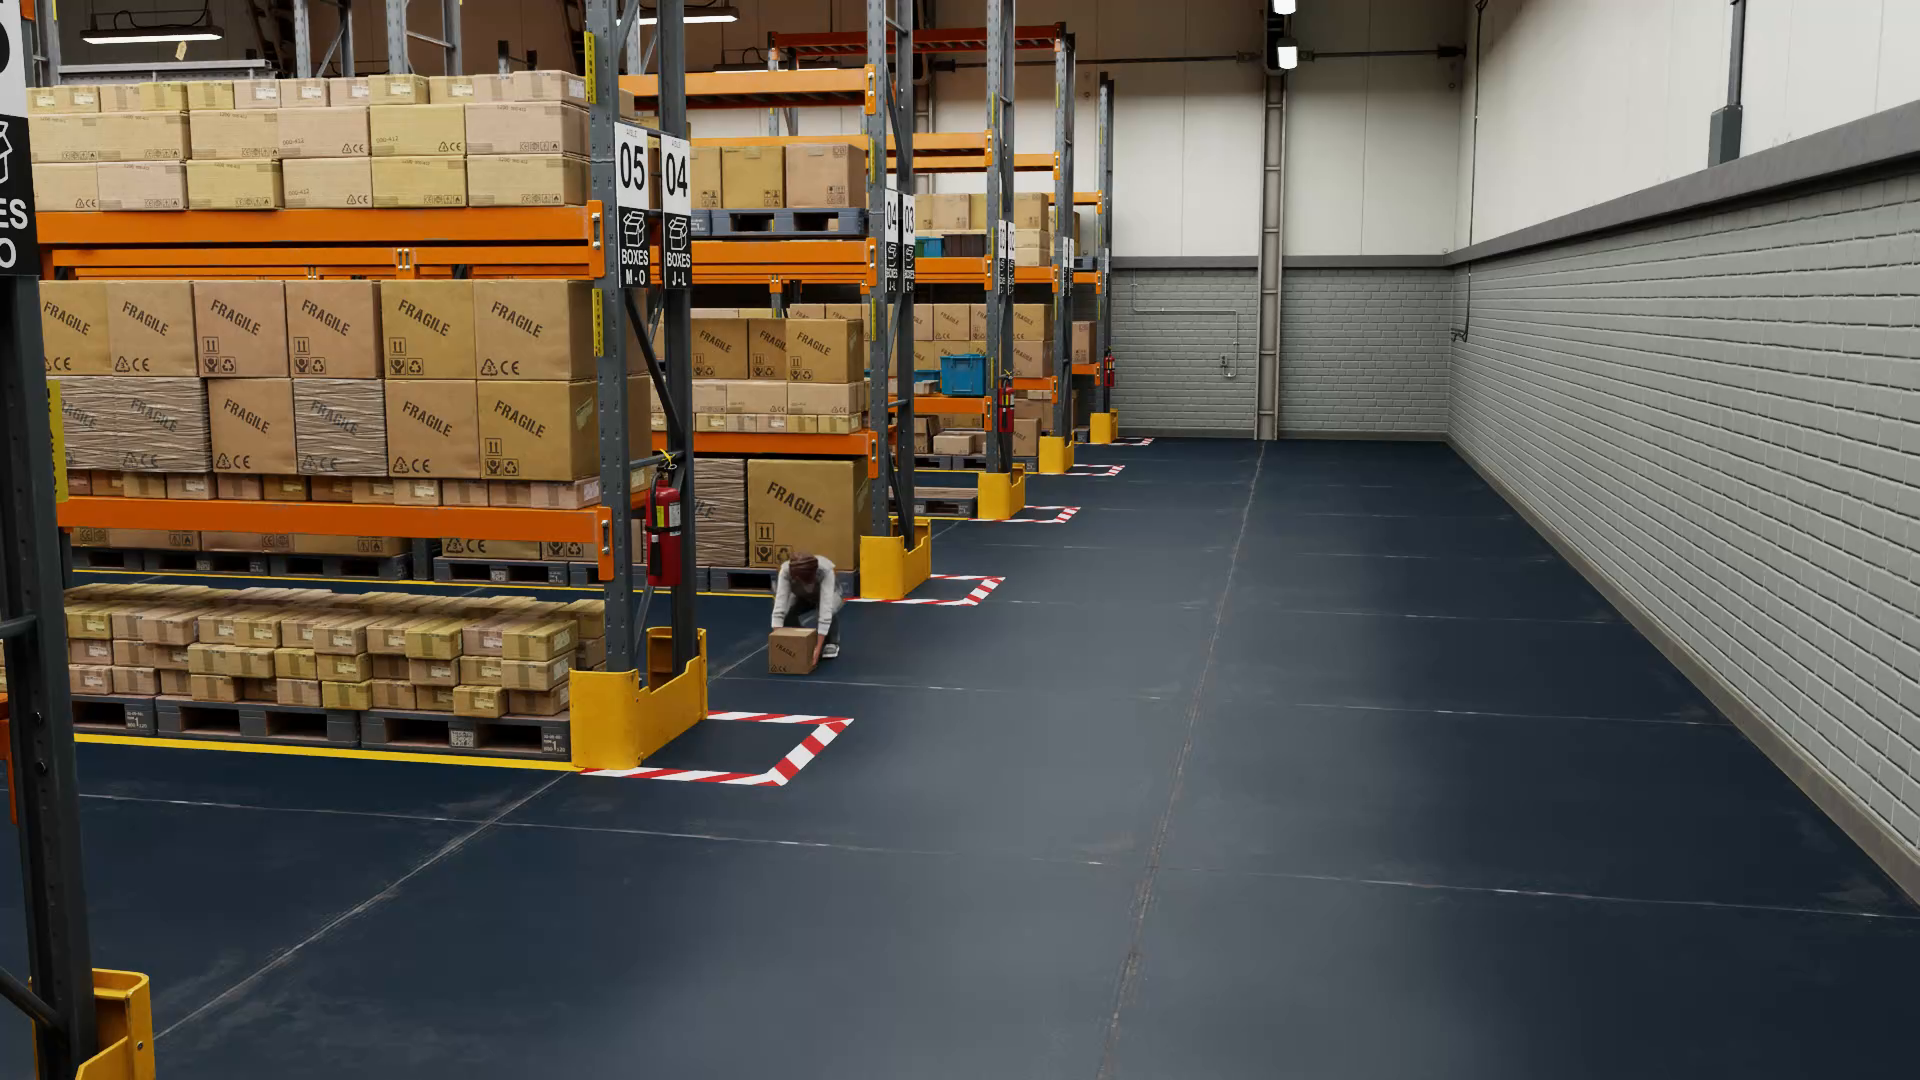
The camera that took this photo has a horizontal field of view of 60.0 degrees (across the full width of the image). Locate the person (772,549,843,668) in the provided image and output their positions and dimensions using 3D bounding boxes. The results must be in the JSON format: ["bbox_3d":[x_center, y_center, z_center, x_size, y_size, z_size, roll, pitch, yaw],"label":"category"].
[{"bbox_3d":[-0.993,0.408,10.942,0.435,0.772,0.804,2,8,11],"label":"person"}]
